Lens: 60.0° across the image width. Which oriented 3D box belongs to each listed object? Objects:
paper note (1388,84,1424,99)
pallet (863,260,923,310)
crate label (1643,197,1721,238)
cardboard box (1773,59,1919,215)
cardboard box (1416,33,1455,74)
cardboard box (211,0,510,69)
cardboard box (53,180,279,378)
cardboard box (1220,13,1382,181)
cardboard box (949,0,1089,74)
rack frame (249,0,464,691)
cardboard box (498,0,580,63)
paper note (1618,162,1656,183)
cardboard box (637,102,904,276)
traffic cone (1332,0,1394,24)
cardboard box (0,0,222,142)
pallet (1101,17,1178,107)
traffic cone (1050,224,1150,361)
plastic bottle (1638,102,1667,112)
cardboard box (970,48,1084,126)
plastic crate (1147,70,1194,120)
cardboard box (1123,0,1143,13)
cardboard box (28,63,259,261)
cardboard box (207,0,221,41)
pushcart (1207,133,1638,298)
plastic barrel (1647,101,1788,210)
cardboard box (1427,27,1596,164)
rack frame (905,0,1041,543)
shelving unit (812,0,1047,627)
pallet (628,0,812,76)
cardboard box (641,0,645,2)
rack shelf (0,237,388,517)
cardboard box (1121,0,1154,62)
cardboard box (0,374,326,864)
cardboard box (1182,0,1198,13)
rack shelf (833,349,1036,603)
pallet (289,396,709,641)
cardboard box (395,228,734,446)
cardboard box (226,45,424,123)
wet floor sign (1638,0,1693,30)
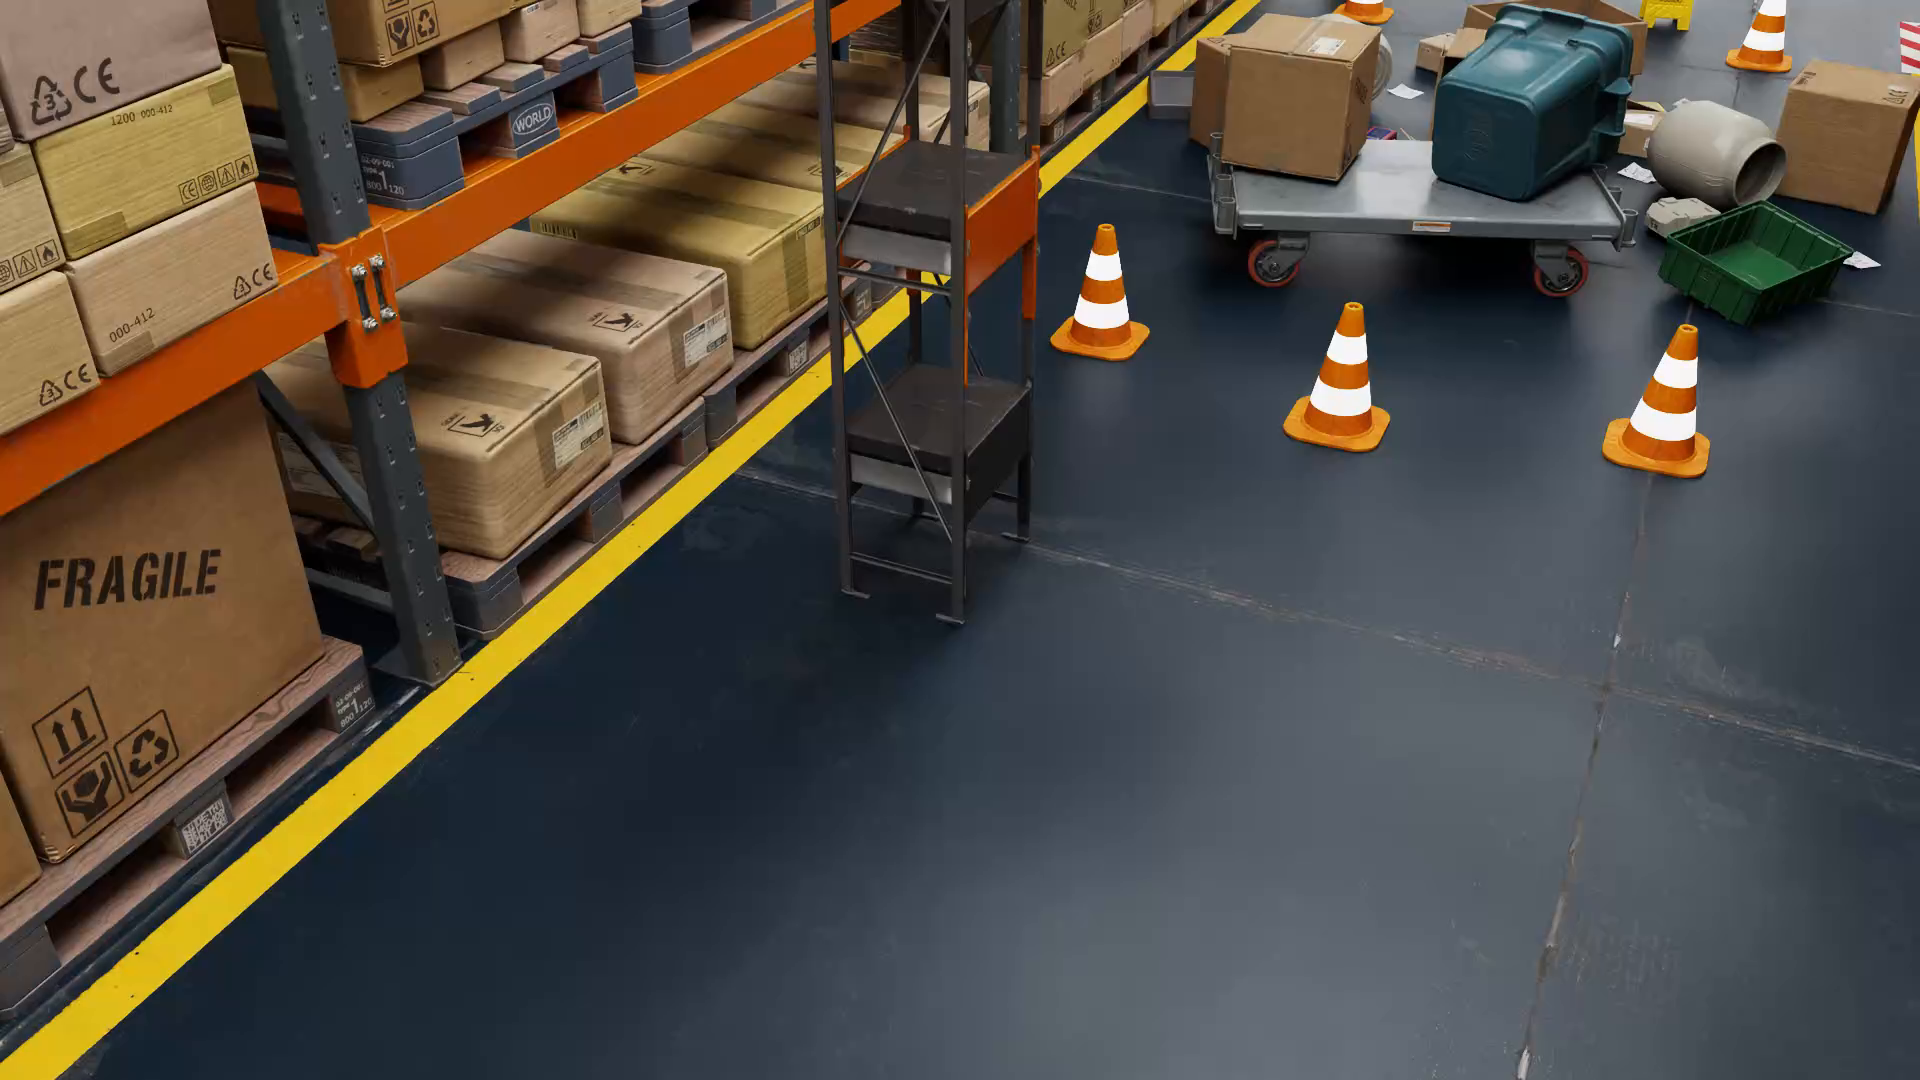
[{"bbox_3d":[2.384,-2.404,8.898,0.148,0.019,0.142,29,43,36],"label":"paper note"},{"bbox_3d":[-0.535,-1.420,7.223,1.003,0.211,1.213,14,36,20],"label":"pallet"},{"bbox_3d":[3.152,-1.392,7.248,0.298,0.136,0.250,-9,34,-13],"label":"crate label"},{"bbox_3d":[4.045,-1.853,7.618,0.500,0.500,0.500,21,39,28],"label":"cardboard box"},{"bbox_3d":[2.750,-2.658,9.168,0.250,0.149,0.380,-21,39,-29],"label":"cardboard box"},{"bbox_3d":[-1.485,-1.495,4.048,0.500,0.500,0.500,13,35,19],"label":"cardboard box"},{"bbox_3d":[-1.860,-0.608,3.578,0.500,0.250,0.500,13,35,19],"label":"cardboard box"},{"bbox_3d":[1.419,-1.852,6.928,0.500,0.500,0.500,14,36,20],"label":"cardboard box"},{"bbox_3d":[0.282,-2.545,7.837,0.500,0.500,0.500,16,36,23],"label":"cardboard box"},{"bbox_3d":[-1.884,-0.982,4.012,1.000,3.000,0.127,14,36,20],"label":"rack frame"},{"bbox_3d":[-1.274,-1.430,4.542,0.380,0.149,0.250,12,35,17],"label":"cardboard box"},{"bbox_3d":[3.234,-1.740,7.883,0.172,0.023,0.155,29,43,36],"label":"paper note"},{"bbox_3d":[-0.725,-1.430,6.709,0.950,0.372,0.625,16,37,23],"label":"cardboard box"},{"bbox_3d":[2.455,-3.395,10.006,0.336,0.463,0.334,14,36,20],"label":"traffic cone"},{"bbox_3d":[-1.862,-1.124,3.226,0.500,0.500,0.500,13,35,19],"label":"cardboard box"},{"bbox_3d":[0.548,-2.760,9.267,1.003,0.211,1.213,14,36,20],"label":"pallet"},{"bbox_3d":[0.543,-0.974,6.314,0.336,0.463,0.334,14,36,20],"label":"traffic cone"},{"bbox_3d":[3.543,-2.166,8.497,0.133,0.061,0.283,3,33,4],"label":"plastic bottle"},{"bbox_3d":[0.282,-2.232,8.042,0.500,0.250,0.500,13,35,18],"label":"cardboard box"},{"bbox_3d":[1.191,-2.347,8.756,0.402,0.080,0.583,3,33,4],"label":"plastic crate"},{"bbox_3d":[0.714,-3.072,8.641,0.500,0.500,0.500,16,37,23],"label":"cardboard box"},{"bbox_3d":[-1.856,-0.829,3.459,0.500,0.250,0.500,14,36,20],"label":"cardboard box"},{"bbox_3d":[-1.946,-1.614,4.230,0.500,0.500,0.500,13,35,19],"label":"cardboard box"},{"bbox_3d":[1.882,-1.379,7.009,1.648,0.377,0.936,3,33,4],"label":"pushcart"},{"bbox_3d":[3.409,-1.728,7.499,0.421,0.421,0.512,-15,36,-21],"label":"plastic barrel"},{"bbox_3d":[2.644,-2.056,7.802,0.797,0.637,0.503,14,36,20],"label":"cardboard box"},{"bbox_3d":[0.033,-0.917,4.734,0.400,2.100,0.015,14,36,20],"label":"rack frame"},{"bbox_3d":[-0.069,-0.796,4.549,0.431,2.100,0.503,14,36,20],"label":"shelving unit"},{"bbox_3d":[-1.093,-1.897,5.582,1.003,0.211,1.213,14,36,20],"label":"pallet"},{"bbox_3d":[-1.110,-1.700,4.954,0.380,0.149,0.250,16,37,23],"label":"cardboard box"},{"bbox_3d":[-2.721,0.315,2.690,1.077,0.370,4.000,14,36,20],"label":"rack shelf"},{"bbox_3d":[0.714,-2.765,8.856,0.500,0.250,0.500,14,36,20],"label":"cardboard box"},{"bbox_3d":[-2.248,0.056,3.983,0.875,0.875,0.875,14,36,20],"label":"cardboard box"},{"bbox_3d":[1.146,-3.271,9.628,0.500,0.250,0.500,14,36,21],"label":"cardboard box"},{"bbox_3d":[-0.069,-0.199,4.940,0.431,0.518,0.480,14,36,20],"label":"rack shelf"},{"bbox_3d":[-1.555,-0.204,5.369,1.003,0.211,1.213,14,36,20],"label":"pallet"},{"bbox_3d":[-1.337,-0.707,5.606,0.950,0.372,0.625,13,36,20],"label":"cardboard box"},{"bbox_3d":[-1.579,-1.171,4.147,0.380,0.149,0.250,12,35,18],"label":"cardboard box"},{"bbox_3d":[4.215,-3.365,9.793,0.267,0.644,0.232,8,34,12],"label":"wet floor sign"}]
